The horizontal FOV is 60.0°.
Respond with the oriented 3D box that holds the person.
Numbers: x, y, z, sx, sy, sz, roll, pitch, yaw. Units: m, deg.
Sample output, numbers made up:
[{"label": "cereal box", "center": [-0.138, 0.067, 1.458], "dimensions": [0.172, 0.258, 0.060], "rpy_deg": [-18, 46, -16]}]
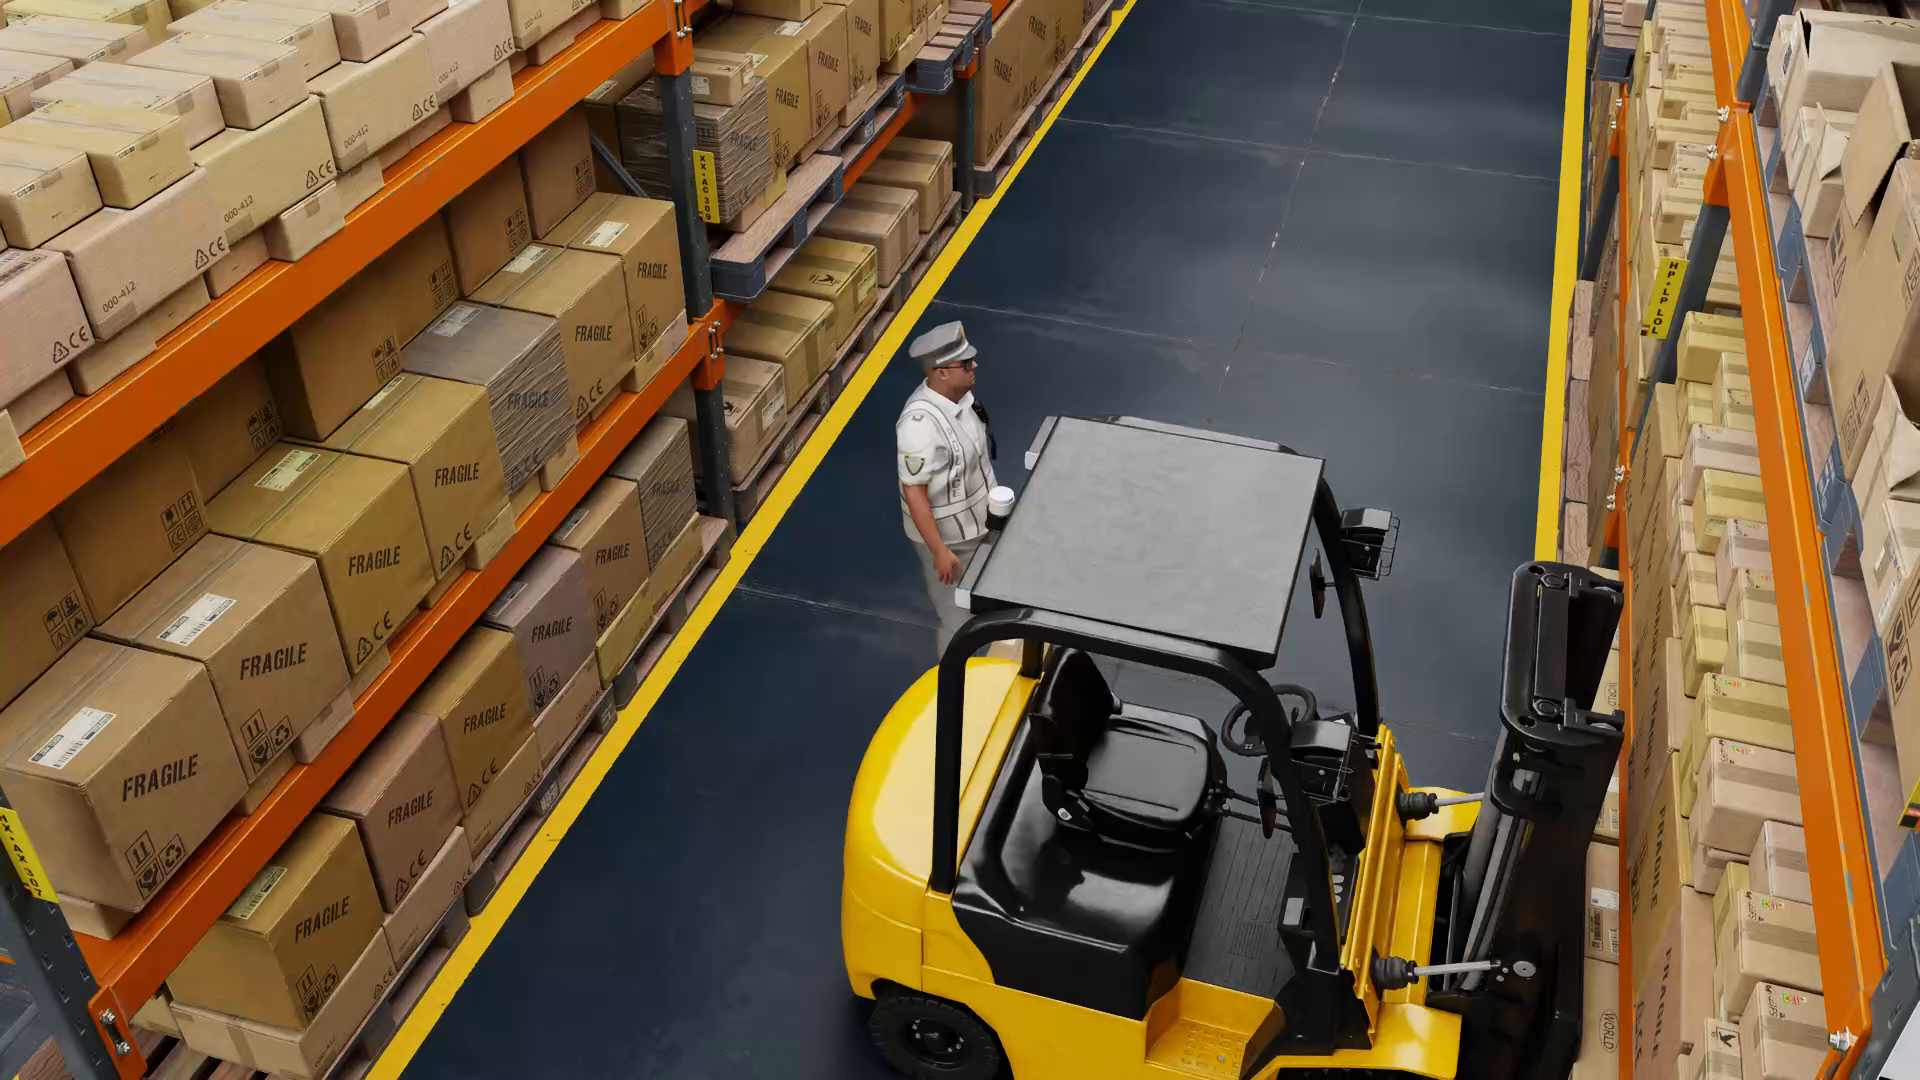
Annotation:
[{"label": "person", "center": [0.048, -0.073, 6.942], "dimensions": [0.574, 1.780, 0.640], "rpy_deg": [11, 38, 14]}]
